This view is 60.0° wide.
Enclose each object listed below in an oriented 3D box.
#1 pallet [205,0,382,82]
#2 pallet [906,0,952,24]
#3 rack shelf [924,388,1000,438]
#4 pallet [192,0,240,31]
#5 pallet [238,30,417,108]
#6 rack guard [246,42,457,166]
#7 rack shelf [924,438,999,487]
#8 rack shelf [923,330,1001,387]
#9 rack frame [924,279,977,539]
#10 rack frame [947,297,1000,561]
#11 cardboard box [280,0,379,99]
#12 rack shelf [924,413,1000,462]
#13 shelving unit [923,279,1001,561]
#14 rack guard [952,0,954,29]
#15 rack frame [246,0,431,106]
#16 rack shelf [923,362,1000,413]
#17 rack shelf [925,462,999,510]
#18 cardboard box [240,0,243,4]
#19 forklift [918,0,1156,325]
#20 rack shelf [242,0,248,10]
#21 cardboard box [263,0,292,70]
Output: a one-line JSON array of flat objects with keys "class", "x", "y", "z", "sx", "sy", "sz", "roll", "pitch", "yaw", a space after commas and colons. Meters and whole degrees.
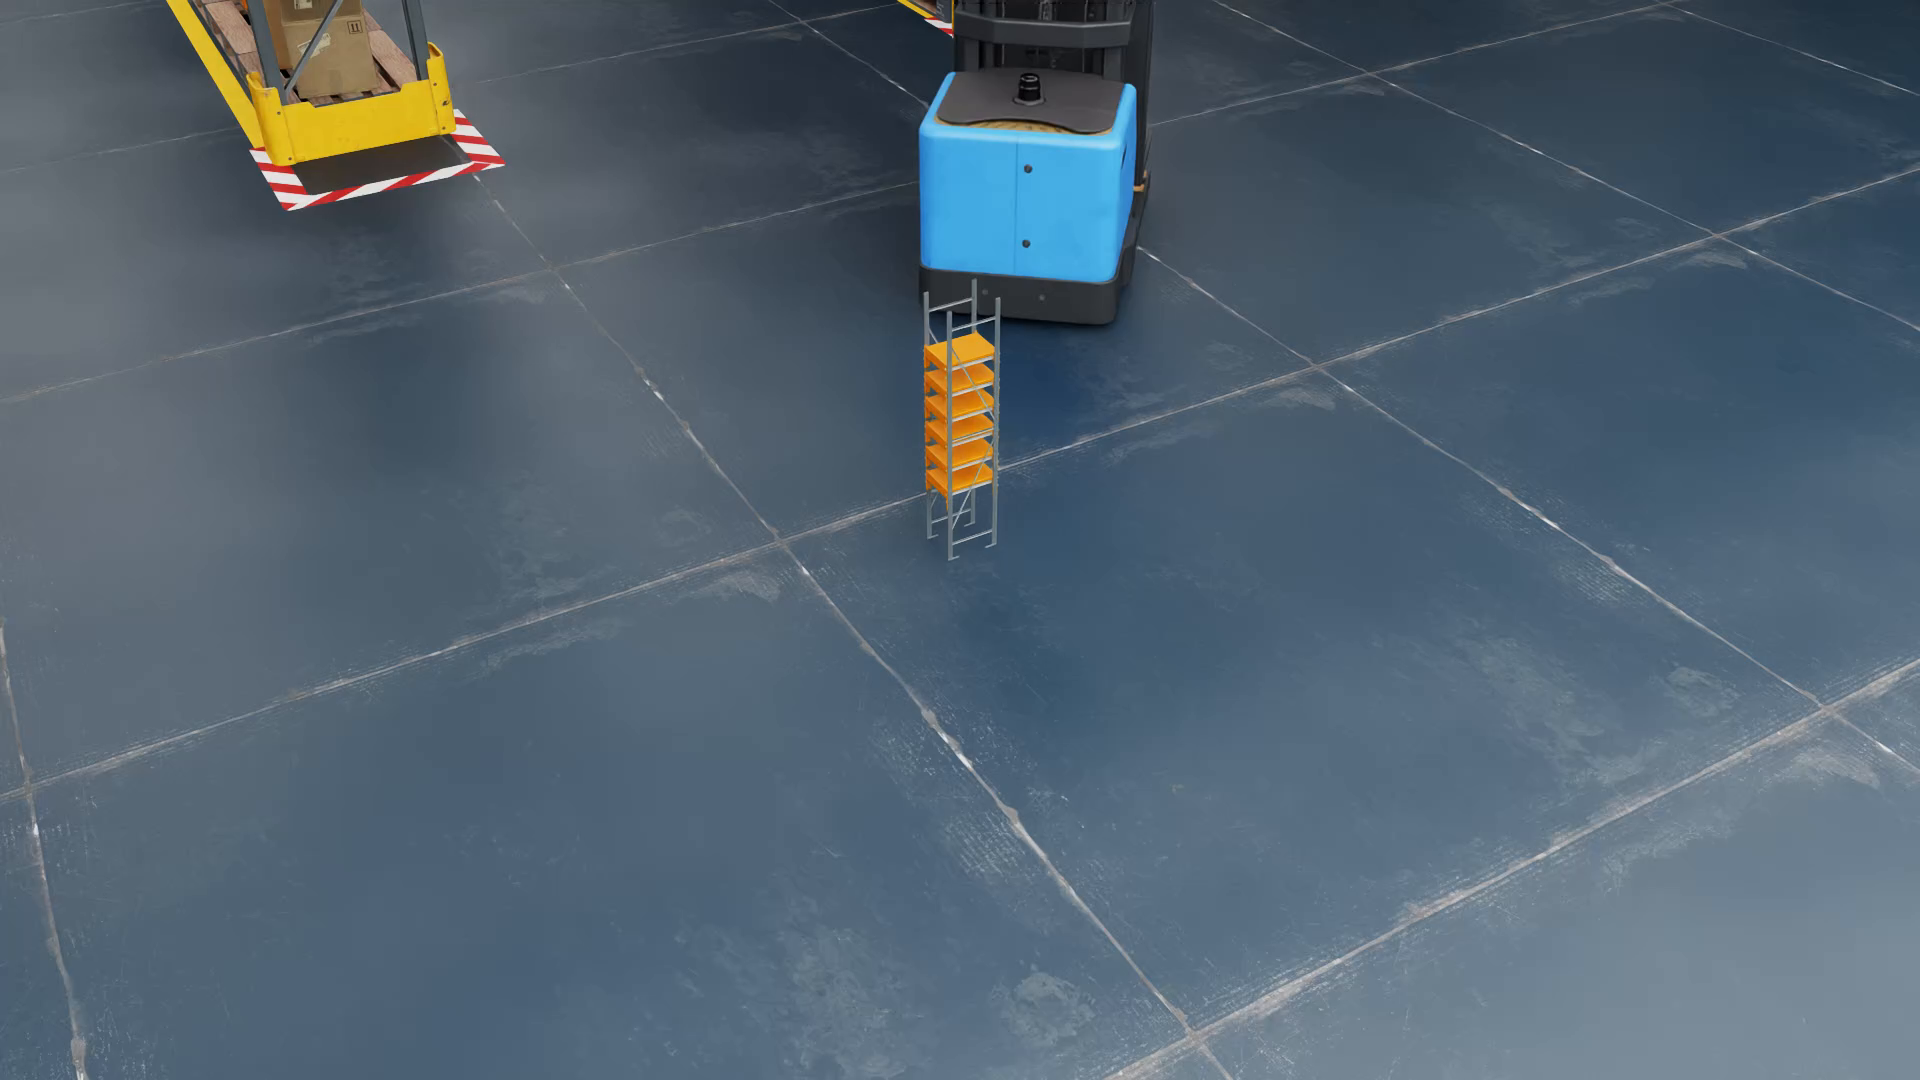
[{"class": "pallet", "x": -4.869, "y": -3.732, "z": 12.181, "sx": 1.003, "sy": 0.211, "sz": 1.213, "roll": -19, "pitch": 40, "yaw": -24}, {"class": "pallet", "x": 0.025, "y": -4.450, "z": 13.164, "sx": 1.003, "sy": 0.211, "sz": 1.213, "roll": -19, "pitch": 40, "yaw": -24}, {"class": "rack shelf", "x": 0.007, "y": -0.538, "z": 6.841, "sx": 0.258, "sy": 0.103, "sz": 0.180, "roll": -19, "pitch": 40, "yaw": -24}, {"class": "pallet", "x": -5.486, "y": -4.355, "z": 13.034, "sx": 1.003, "sy": 0.211, "sz": 1.213, "roll": -19, "pitch": 40, "yaw": -24}, {"class": "pallet", "x": -4.261, "y": -3.111, "z": 11.330, "sx": 1.003, "sy": 0.211, "sz": 1.213, "roll": -19, "pitch": 40, "yaw": -24}, {"class": "rack guard", "x": -3.883, "y": -2.803, "z": 10.663, "sx": 1.175, "sy": 0.500, "sz": 0.348, "roll": -19, "pitch": 40, "yaw": -24}, {"class": "rack shelf", "x": 0.007, "y": -0.344, "z": 6.983, "sx": 0.258, "sy": 0.103, "sz": 0.180, "roll": -19, "pitch": 40, "yaw": -24}, {"class": "rack shelf", "x": 0.007, "y": -0.732, "z": 6.700, "sx": 0.258, "sy": 0.103, "sz": 0.180, "roll": -19, "pitch": 40, "yaw": -24}, {"class": "rack frame", "x": -0.039, "y": -0.524, "z": 6.950, "sx": 0.240, "sy": 1.200, "sz": 0.006, "roll": -19, "pitch": 40, "yaw": -24}, {"class": "rack frame", "x": 0.053, "y": -0.430, "z": 6.822, "sx": 0.240, "sy": 1.200, "sz": 0.006, "roll": -19, "pitch": 40, "yaw": -24}, {"class": "cardboard box", "x": -4.144, "y": -3.257, "z": 10.929, "sx": 0.500, "sy": 0.500, "sz": 0.500, "roll": -12, "pitch": 38, "yaw": -16}, {"class": "rack shelf", "x": 0.007, "y": -0.441, "z": 6.912, "sx": 0.258, "sy": 0.103, "sz": 0.180, "roll": -19, "pitch": 40, "yaw": -24}, {"class": "shelving unit", "x": 0.007, "y": -0.477, "z": 6.886, "sx": 0.258, "sy": 1.200, "sz": 0.189, "roll": -19, "pitch": 40, "yaw": -24}, {"class": "rack guard", "x": 0.507, "y": -4.170, "z": 12.535, "sx": 1.175, "sy": 0.500, "sz": 0.348, "roll": -19, "pitch": 40, "yaw": -24}, {"class": "rack frame", "x": -3.845, "y": -3.773, "z": 9.873, "sx": 1.000, "sy": 3.000, "sz": 0.127, "roll": -19, "pitch": 40, "yaw": -24}, {"class": "rack shelf", "x": 0.007, "y": -0.635, "z": 6.771, "sx": 0.258, "sy": 0.103, "sz": 0.180, "roll": -19, "pitch": 40, "yaw": -24}, {"class": "rack shelf", "x": 0.007, "y": -0.247, "z": 7.054, "sx": 0.258, "sy": 0.103, "sz": 0.180, "roll": -19, "pitch": 40, "yaw": -24}, {"class": "cardboard box", "x": -5.014, "y": -4.174, "z": 12.185, "sx": 0.500, "sy": 0.500, "sz": 0.500, "roll": -23, "pitch": 42, "yaw": -28}, {"class": "forklift", "x": 0.551, "y": -3.171, "z": 9.106, "sx": 1.130, "sy": 2.935, "sz": 3.031, "roll": 6, "pitch": 37, "yaw": 8}, {"class": "rack shelf", "x": -4.850, "y": -4.503, "z": 11.482, "sx": 1.077, "sy": 0.370, "sz": 4.000, "roll": -19, "pitch": 40, "yaw": -24}, {"class": "cardboard box", "x": -4.474, "y": -3.551, "z": 11.333, "sx": 0.500, "sy": 0.500, "sz": 0.500, "roll": -9, "pitch": 37, "yaw": -12}]
